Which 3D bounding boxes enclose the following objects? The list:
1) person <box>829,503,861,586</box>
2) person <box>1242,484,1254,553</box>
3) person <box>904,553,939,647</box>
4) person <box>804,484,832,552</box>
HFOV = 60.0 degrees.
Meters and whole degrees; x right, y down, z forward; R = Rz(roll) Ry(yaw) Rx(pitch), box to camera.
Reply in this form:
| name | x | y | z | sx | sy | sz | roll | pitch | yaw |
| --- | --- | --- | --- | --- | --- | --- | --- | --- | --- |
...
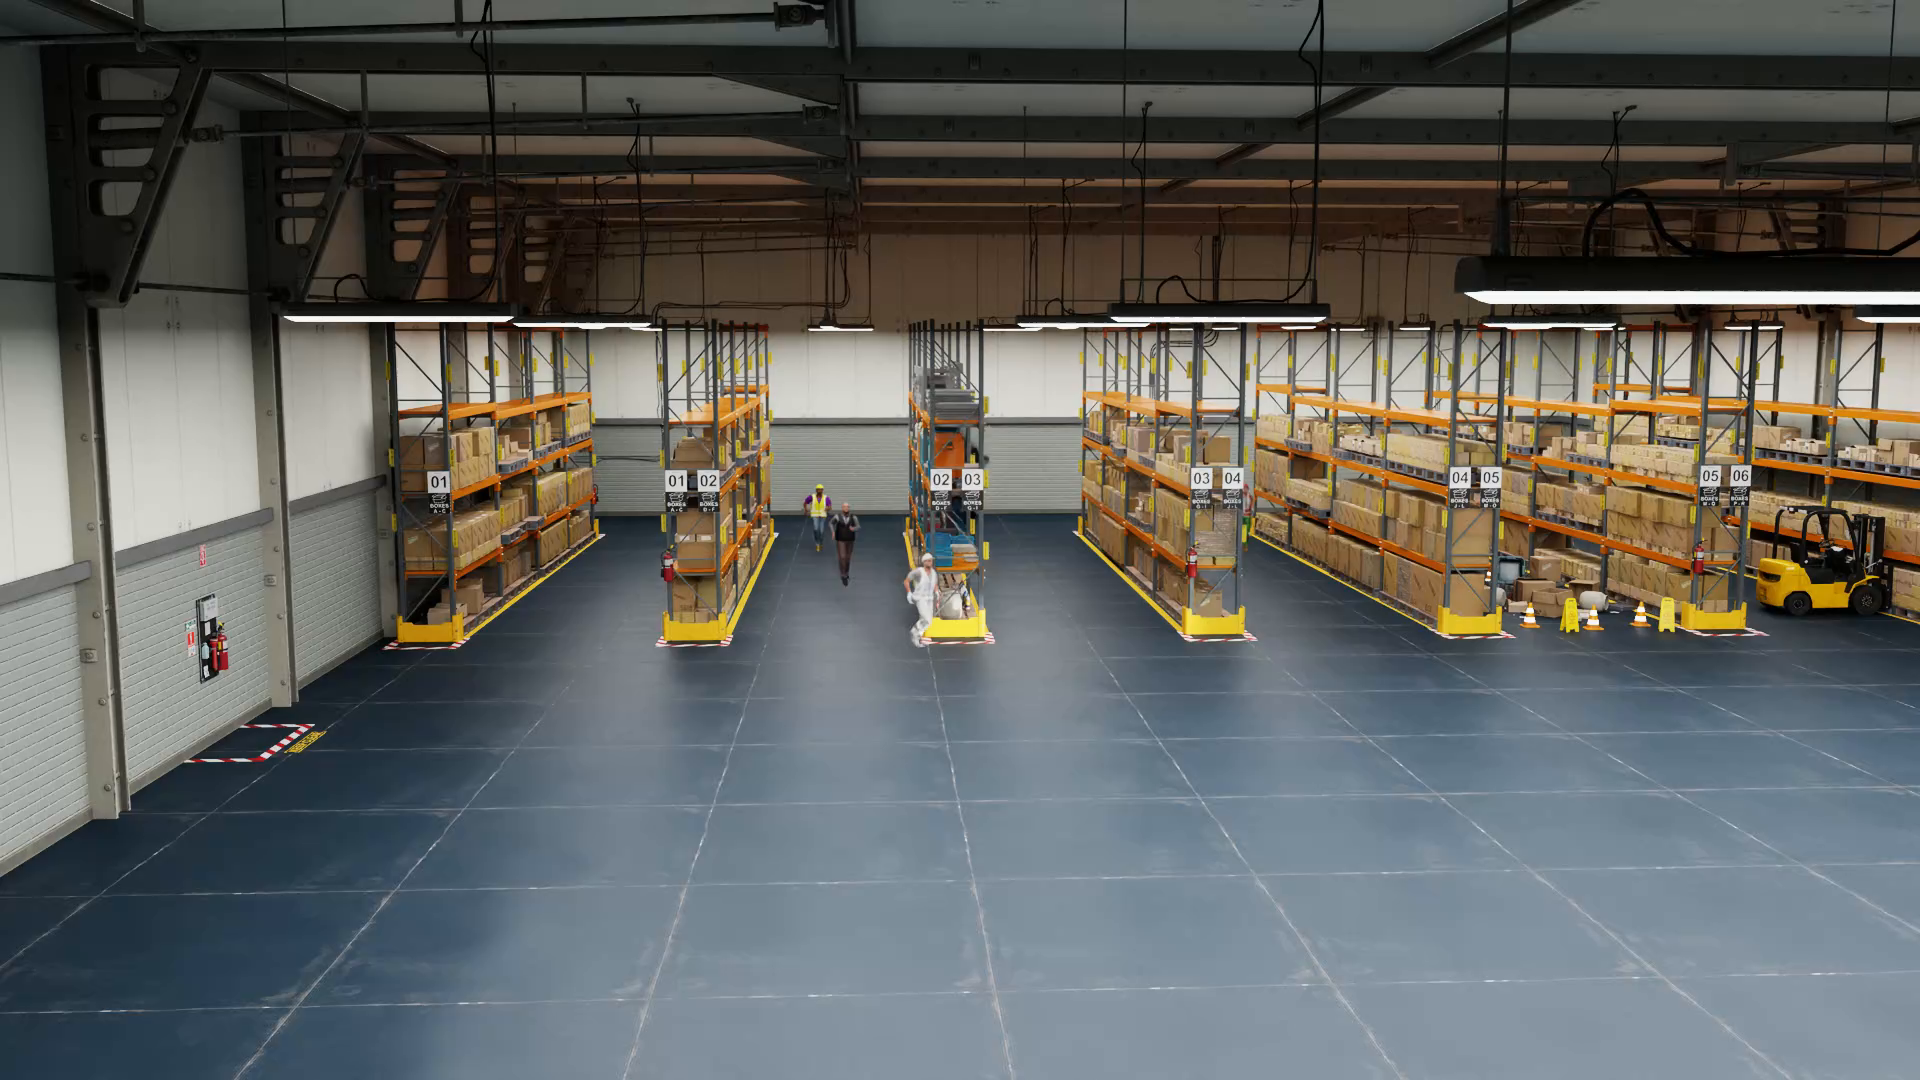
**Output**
| name | x | y | z | sx | sy | sz | roll | pitch | yaw |
| --- | --- | --- | --- | --- | --- | --- | --- | --- | --- |
| person | -2.496 | 0.067 | 36.411 | 0.646 | 1.776 | 0.756 | -2 | 7 | -19 |
| person | 7.508 | -0.620 | 44.163 | 0.686 | 1.785 | 1.055 | -1 | 7 | -9 |
| person | -0.641 | 1.108 | 30.457 | 0.652 | 1.734 | 0.577 | -7 | 10 | -43 |
| person | -3.759 | -0.578 | 44.167 | 0.708 | 1.792 | 0.749 | -2 | 7 | -14 |
